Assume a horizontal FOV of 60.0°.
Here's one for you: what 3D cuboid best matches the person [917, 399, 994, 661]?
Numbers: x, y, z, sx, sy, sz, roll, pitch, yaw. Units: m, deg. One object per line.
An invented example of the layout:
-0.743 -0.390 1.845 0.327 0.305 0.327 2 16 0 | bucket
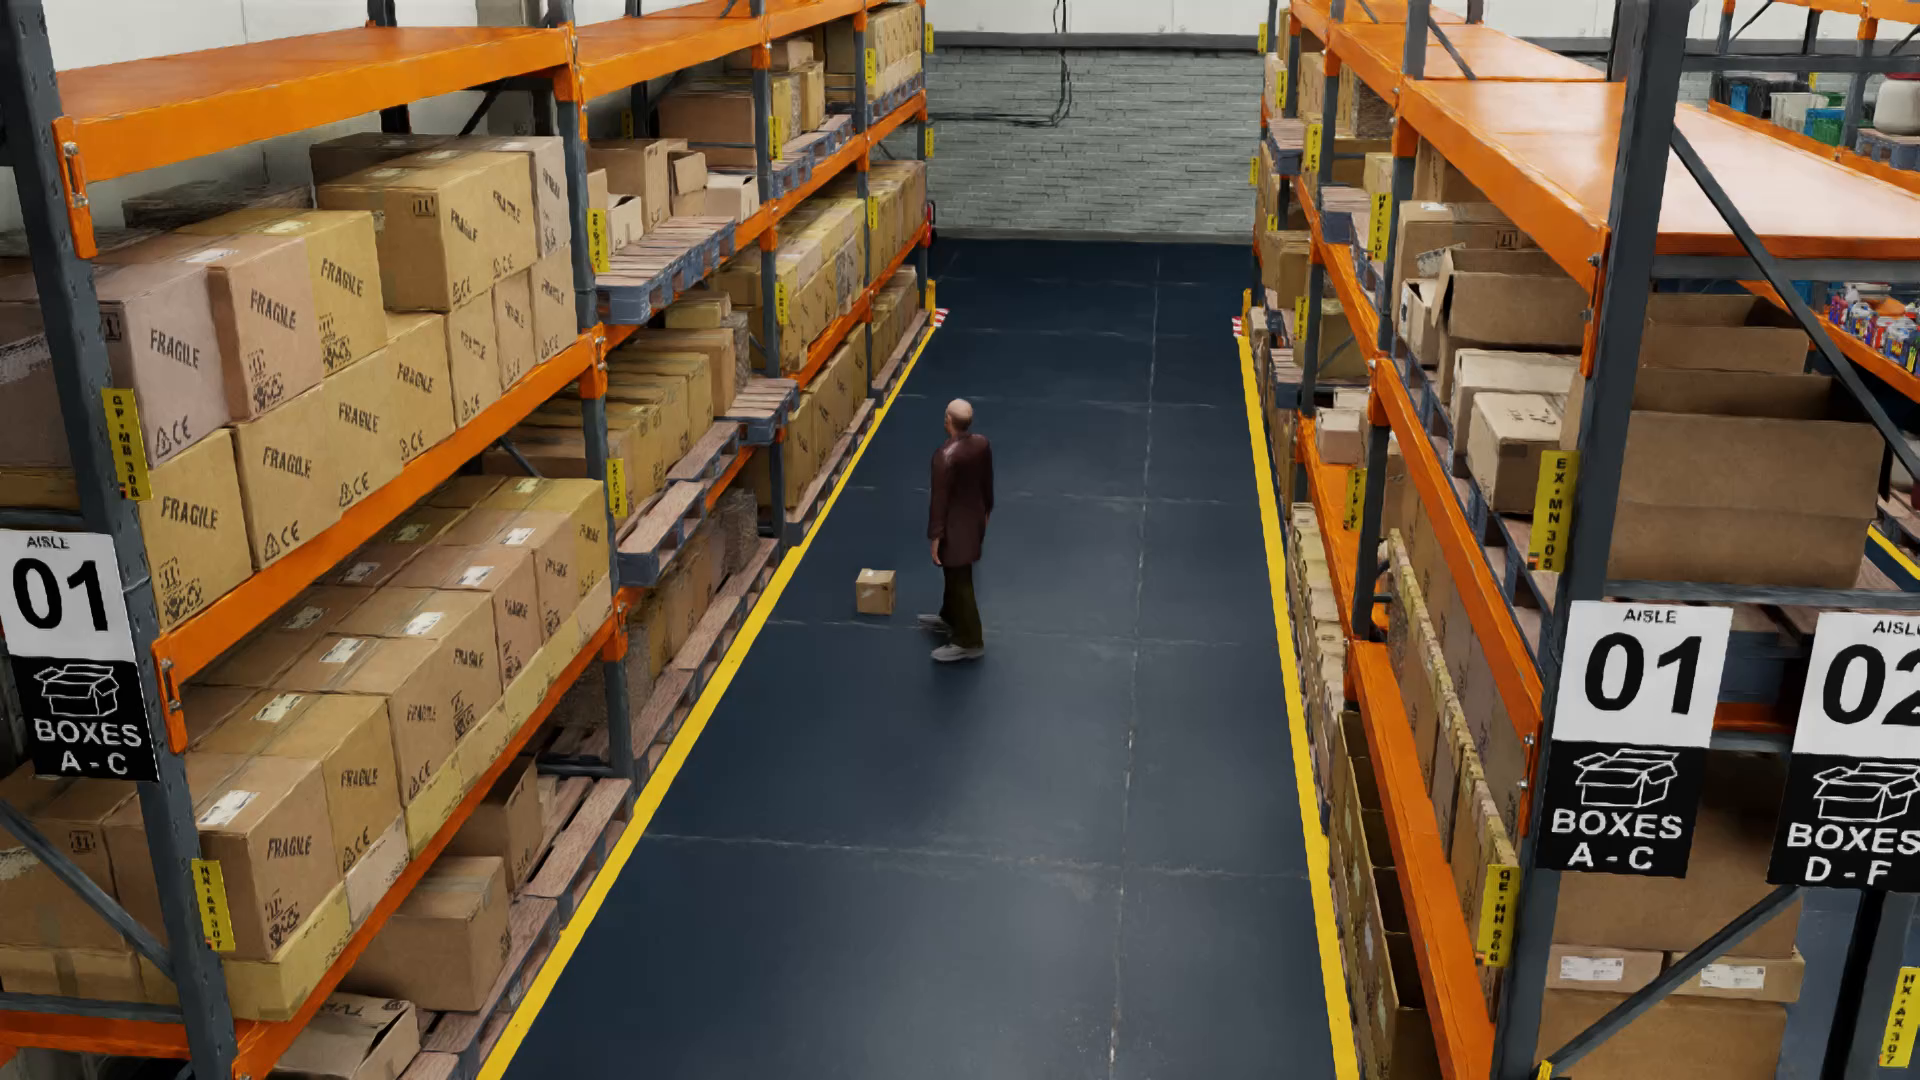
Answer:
-0.067 -0.119 11.345 0.670 1.775 0.767 12 24 29 | person
